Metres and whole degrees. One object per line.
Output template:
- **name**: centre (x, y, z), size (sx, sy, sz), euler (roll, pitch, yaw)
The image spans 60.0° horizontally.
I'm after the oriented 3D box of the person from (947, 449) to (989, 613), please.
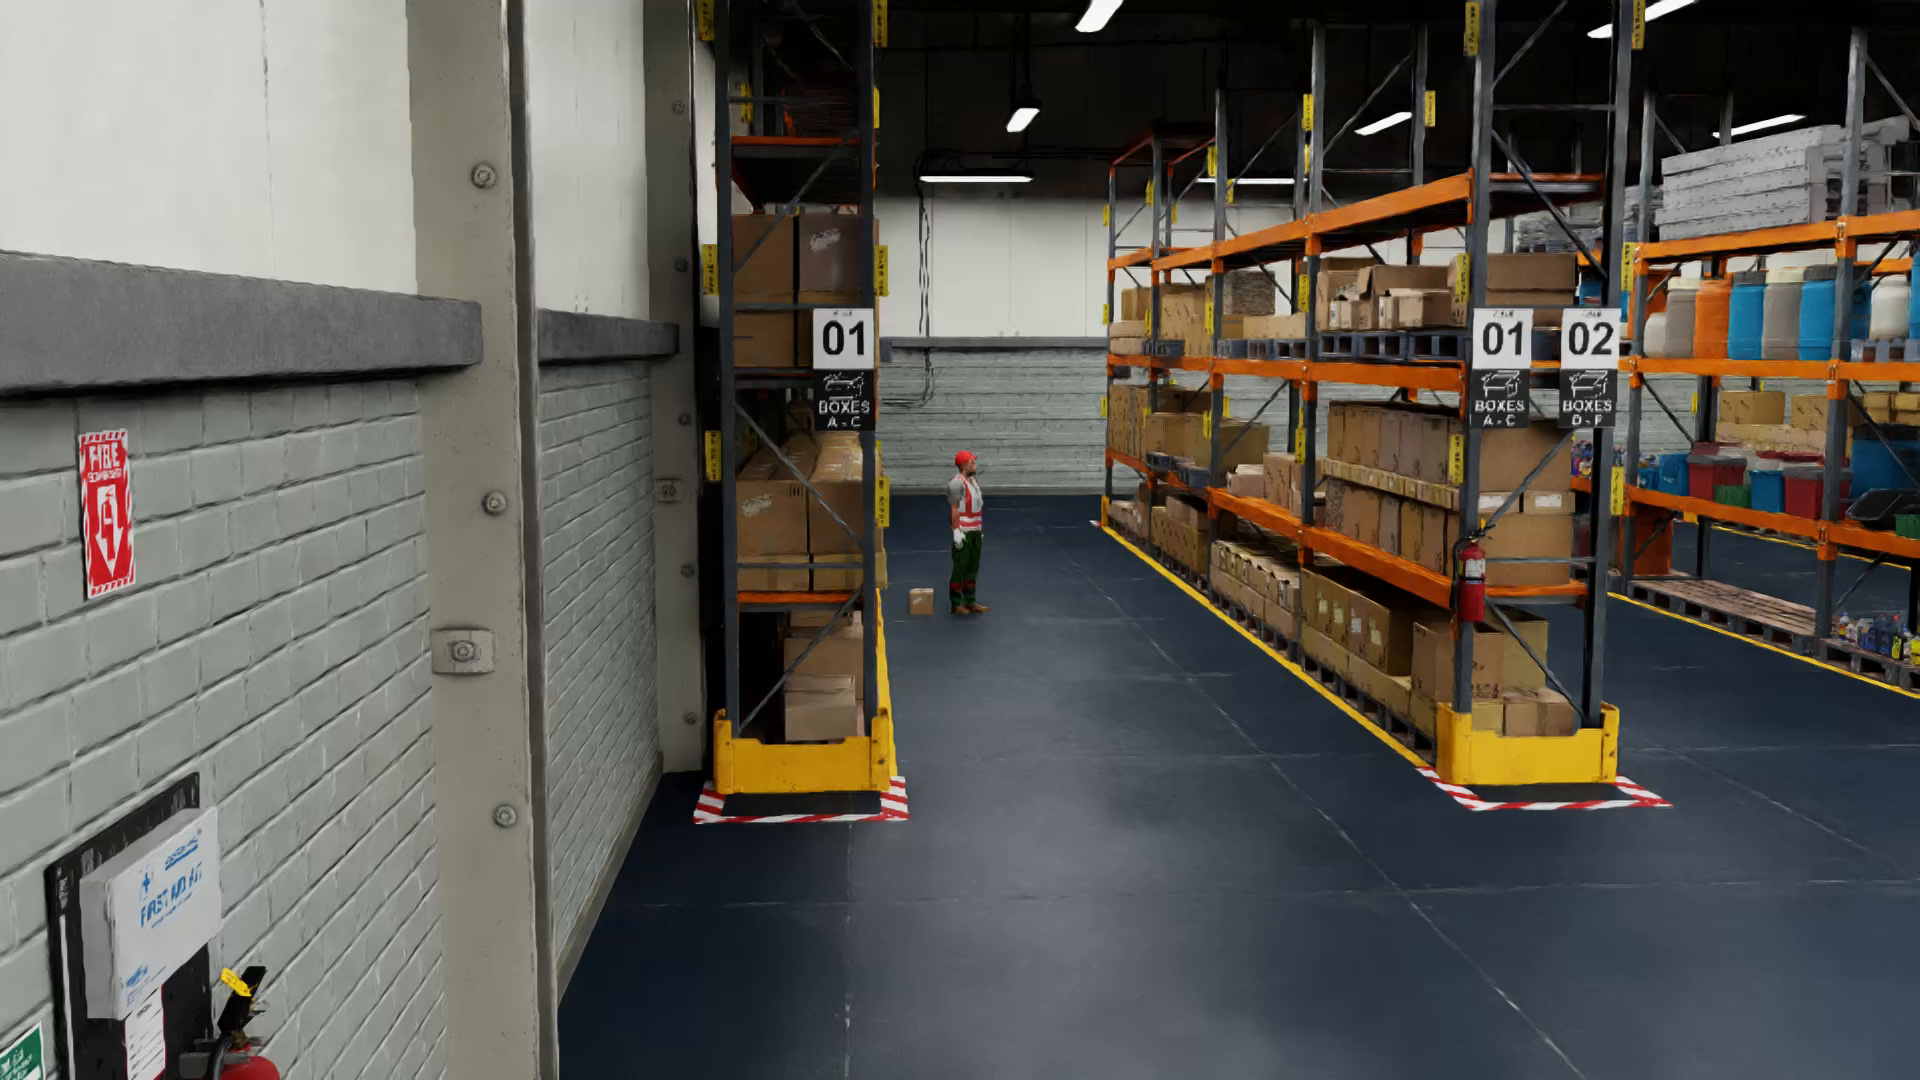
- **person**: centre (0.083, -0.094, 18.274), size (0.354, 1.800, 0.539), euler (4, 8, 31)
